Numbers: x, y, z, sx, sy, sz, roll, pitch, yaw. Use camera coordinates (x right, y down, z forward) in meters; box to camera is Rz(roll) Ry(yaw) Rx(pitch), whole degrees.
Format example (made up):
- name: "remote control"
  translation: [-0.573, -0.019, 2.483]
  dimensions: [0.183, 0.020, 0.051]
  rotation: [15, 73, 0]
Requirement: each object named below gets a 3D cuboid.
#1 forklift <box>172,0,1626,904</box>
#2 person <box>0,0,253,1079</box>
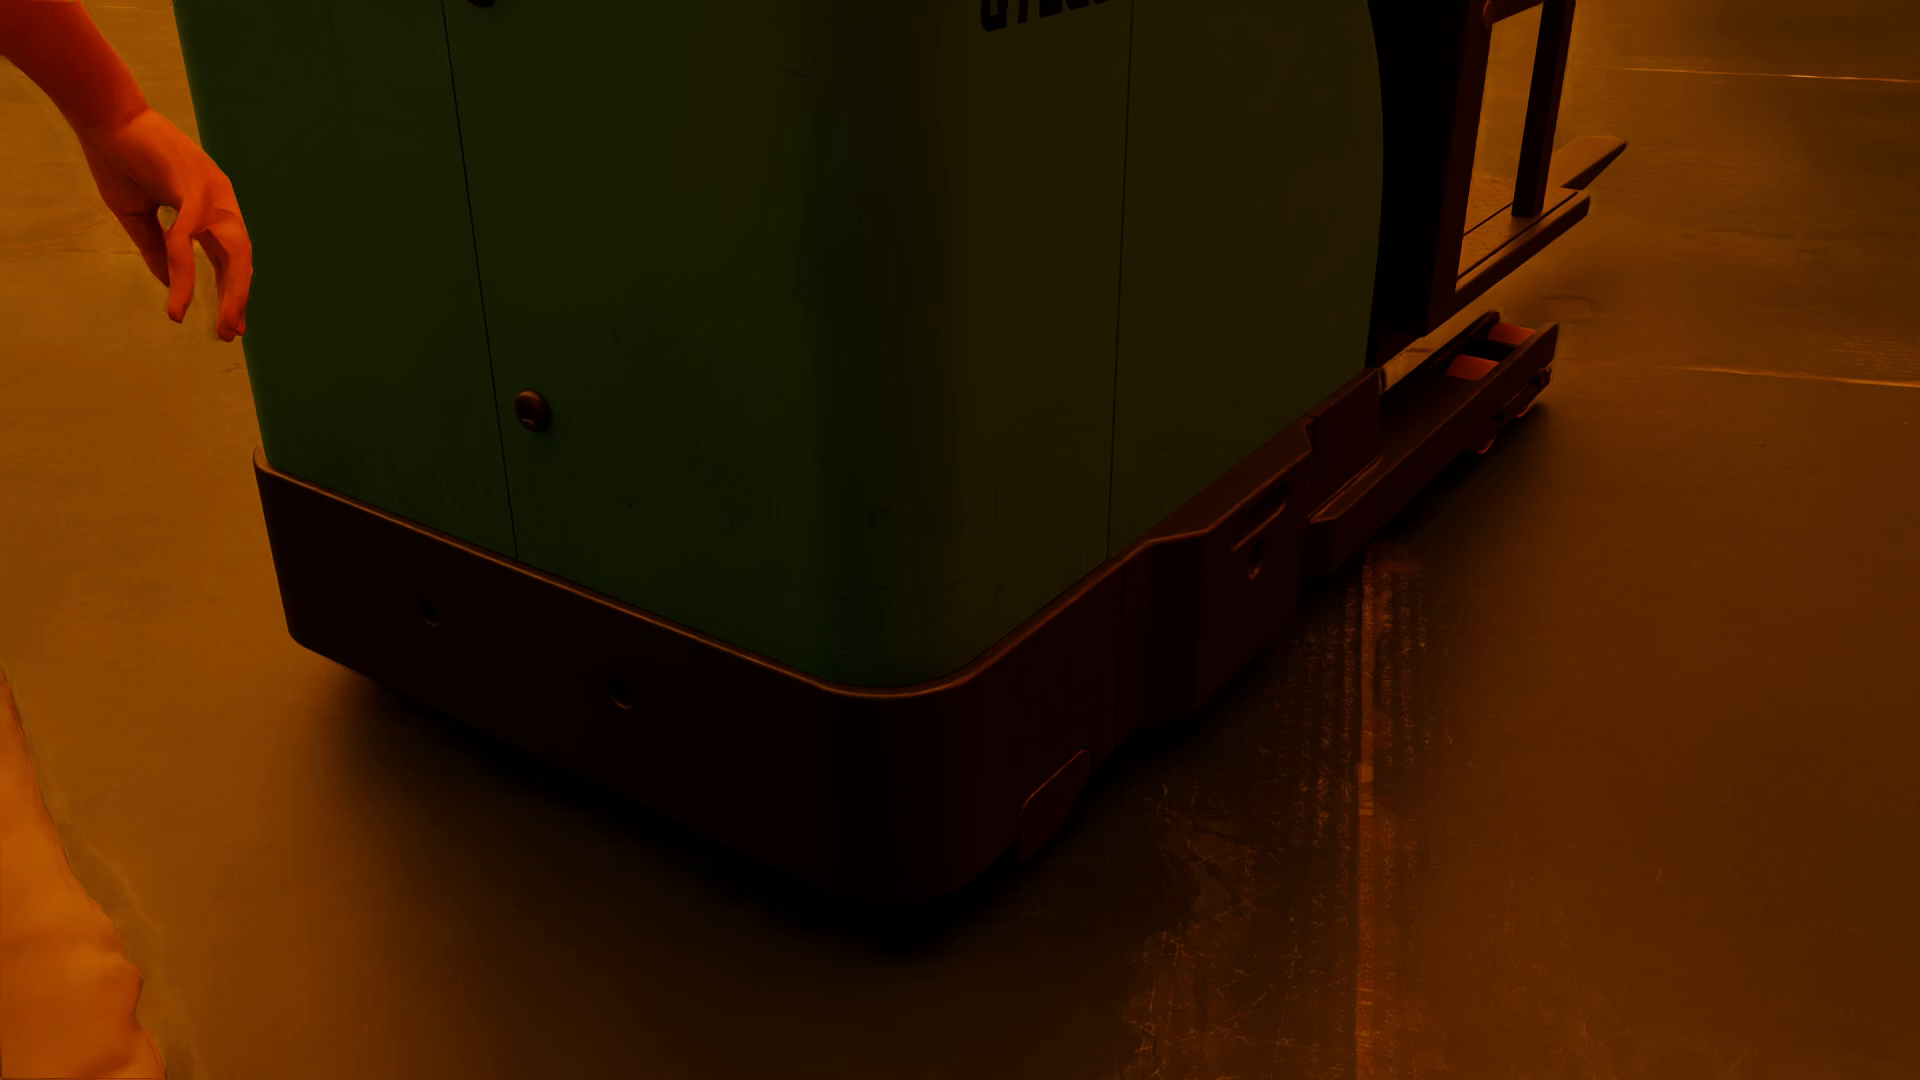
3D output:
- name: "forklift"
  translation: [0.392, -1.562, 2.342]
  dimensions: [1.130, 2.935, 3.031]
  rotation: [17, 32, 31]
- name: "person"
  translation: [-0.885, -0.140, 0.945]
  dimensions: [0.491, 1.673, 0.898]
  rotation: [22, 34, 37]
